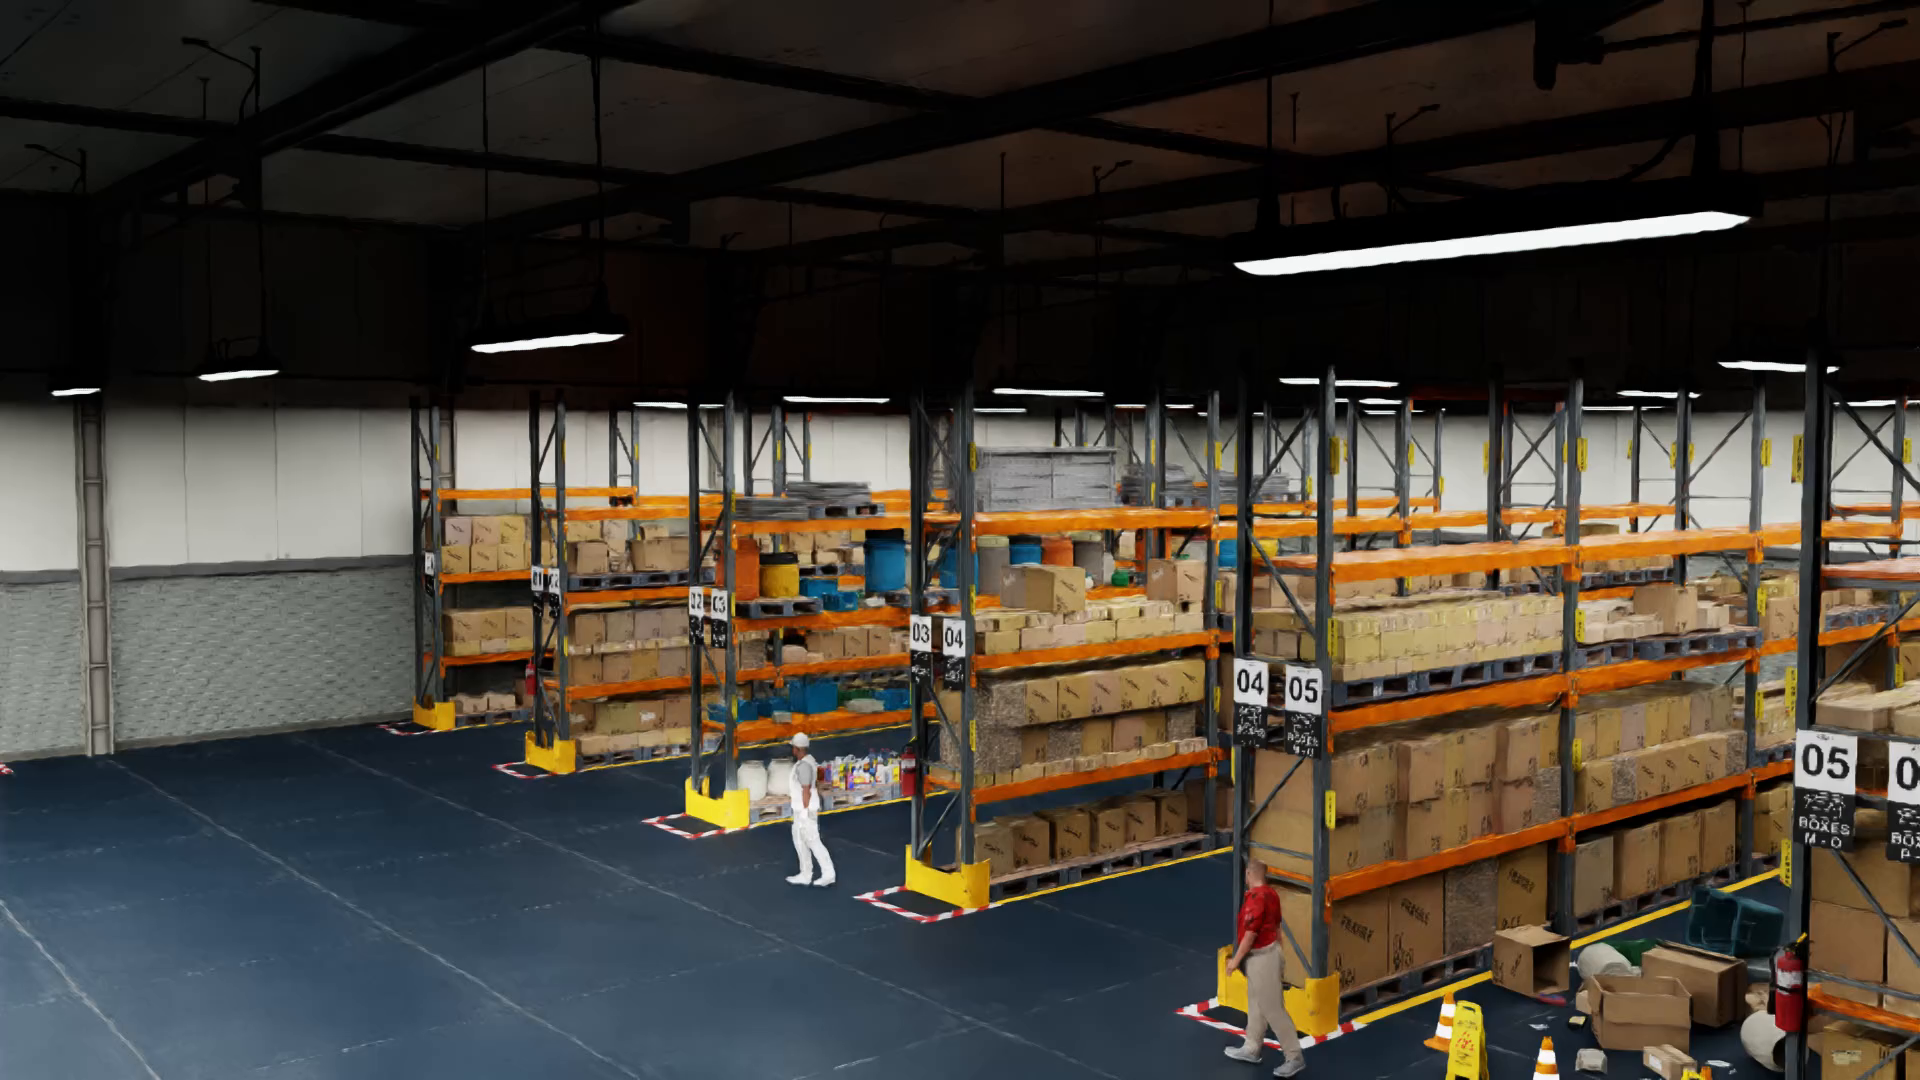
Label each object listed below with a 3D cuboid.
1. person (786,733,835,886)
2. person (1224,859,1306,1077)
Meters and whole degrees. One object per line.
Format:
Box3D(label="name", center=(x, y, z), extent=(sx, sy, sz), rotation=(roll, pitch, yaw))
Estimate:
Box3D(label="person", center=(-1.748, 3.138, 19.433), extent=(0.576, 1.772, 0.591), rotation=(0, 3, -4))
Box3D(label="person", center=(2.510, 3.496, 13.710), extent=(0.717, 1.713, 0.570), rotation=(1, 4, 23))
